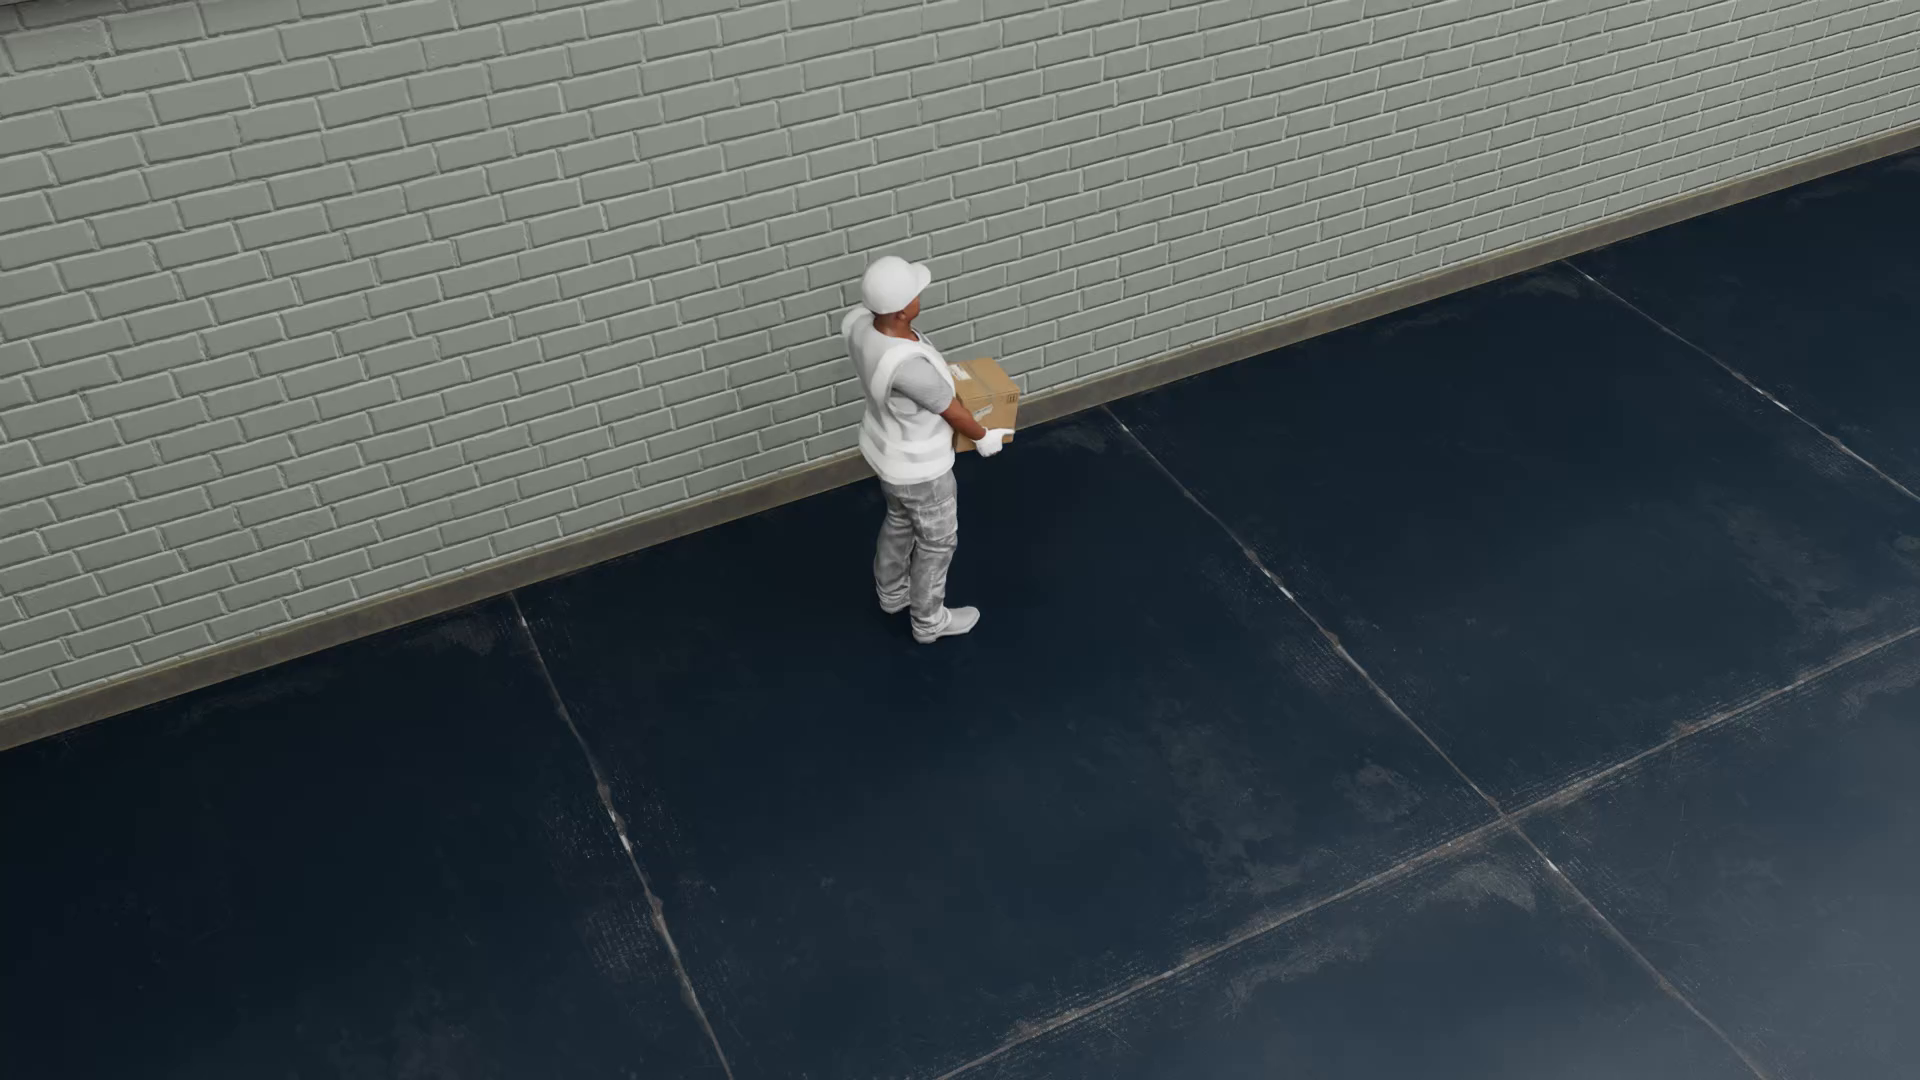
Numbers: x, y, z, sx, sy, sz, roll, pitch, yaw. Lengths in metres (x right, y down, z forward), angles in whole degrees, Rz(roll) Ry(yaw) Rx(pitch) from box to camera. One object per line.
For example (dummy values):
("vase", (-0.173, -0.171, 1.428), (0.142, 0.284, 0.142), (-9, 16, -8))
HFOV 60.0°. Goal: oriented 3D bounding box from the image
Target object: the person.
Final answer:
("person", (-0.111, -0.372, 6.576), (0.583, 1.778, 0.488), (-18, 44, -20))
